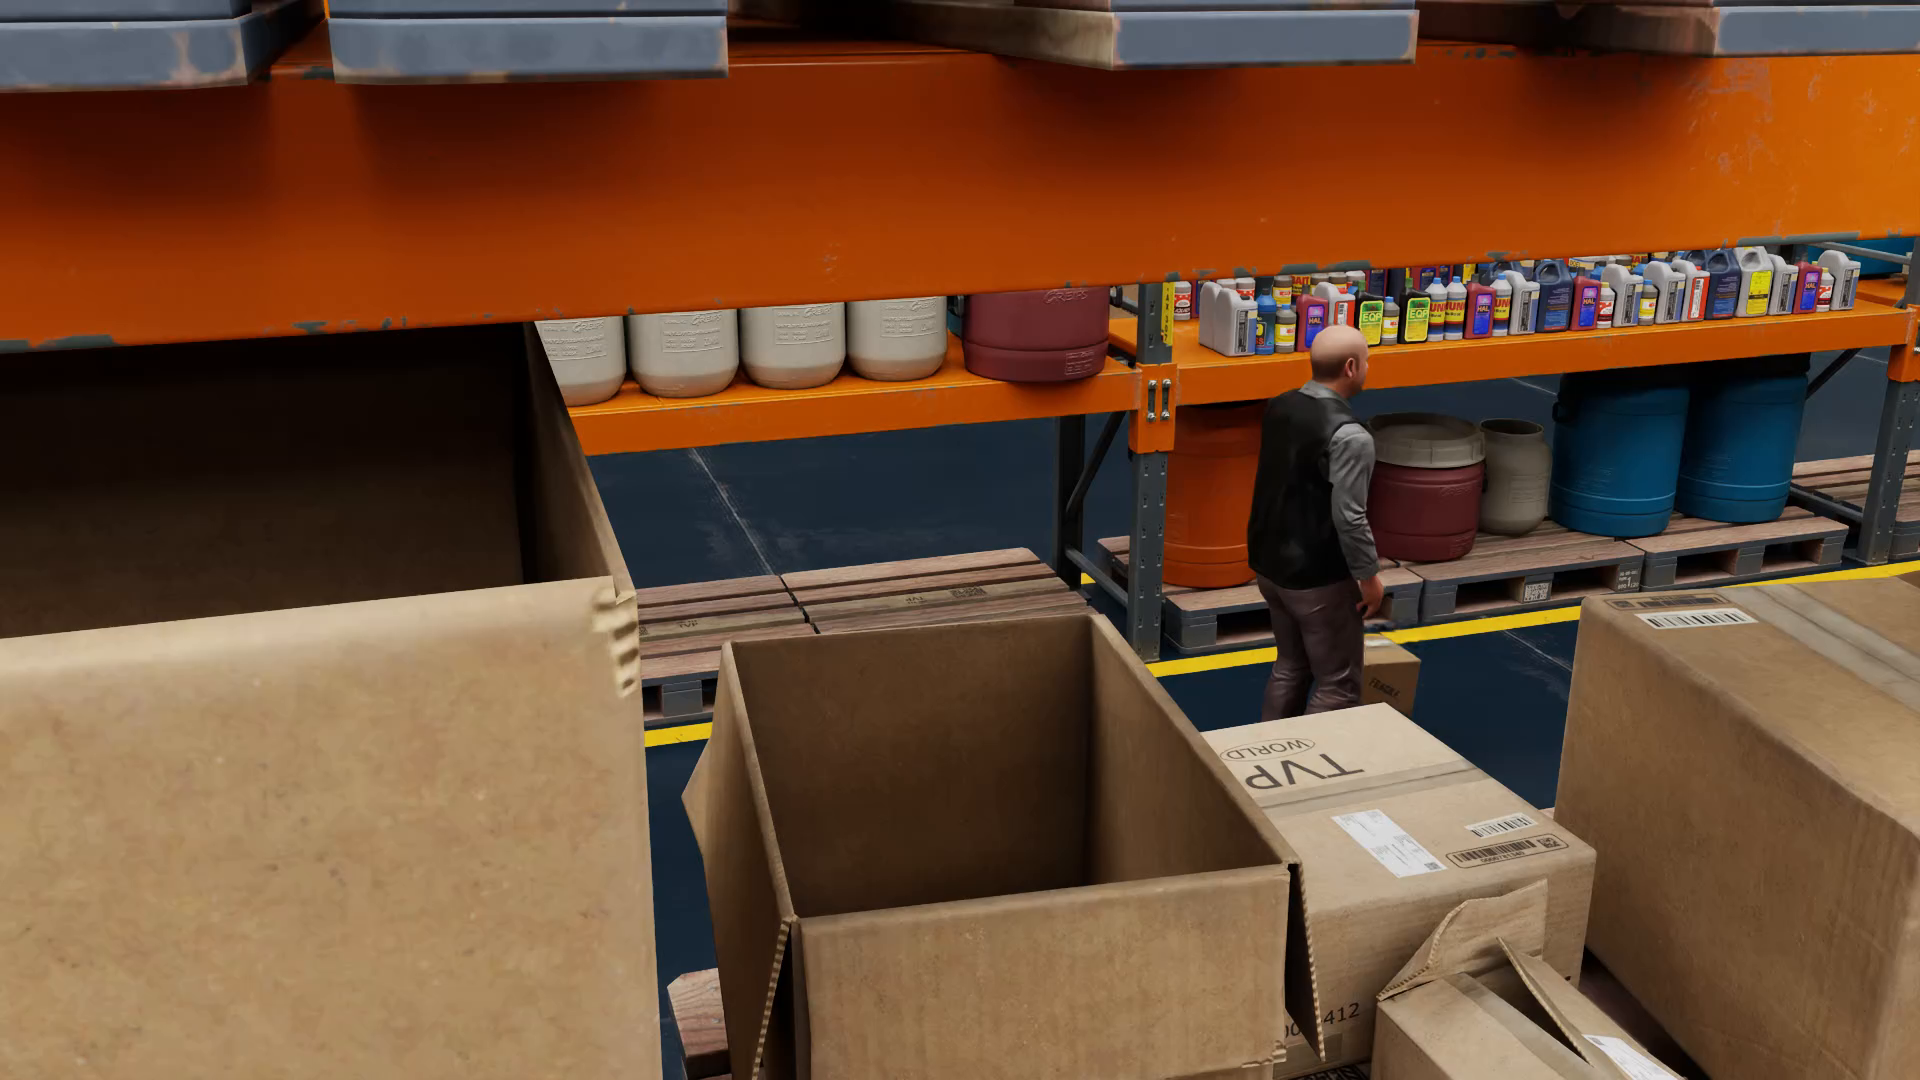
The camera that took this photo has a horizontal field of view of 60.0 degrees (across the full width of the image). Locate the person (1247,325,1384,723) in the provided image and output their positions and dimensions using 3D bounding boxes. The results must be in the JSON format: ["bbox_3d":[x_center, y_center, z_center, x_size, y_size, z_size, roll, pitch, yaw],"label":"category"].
[{"bbox_3d":[1.219,0.111,5.778,0.423,1.724,0.563,-7,20,-19],"label":"person"}]
